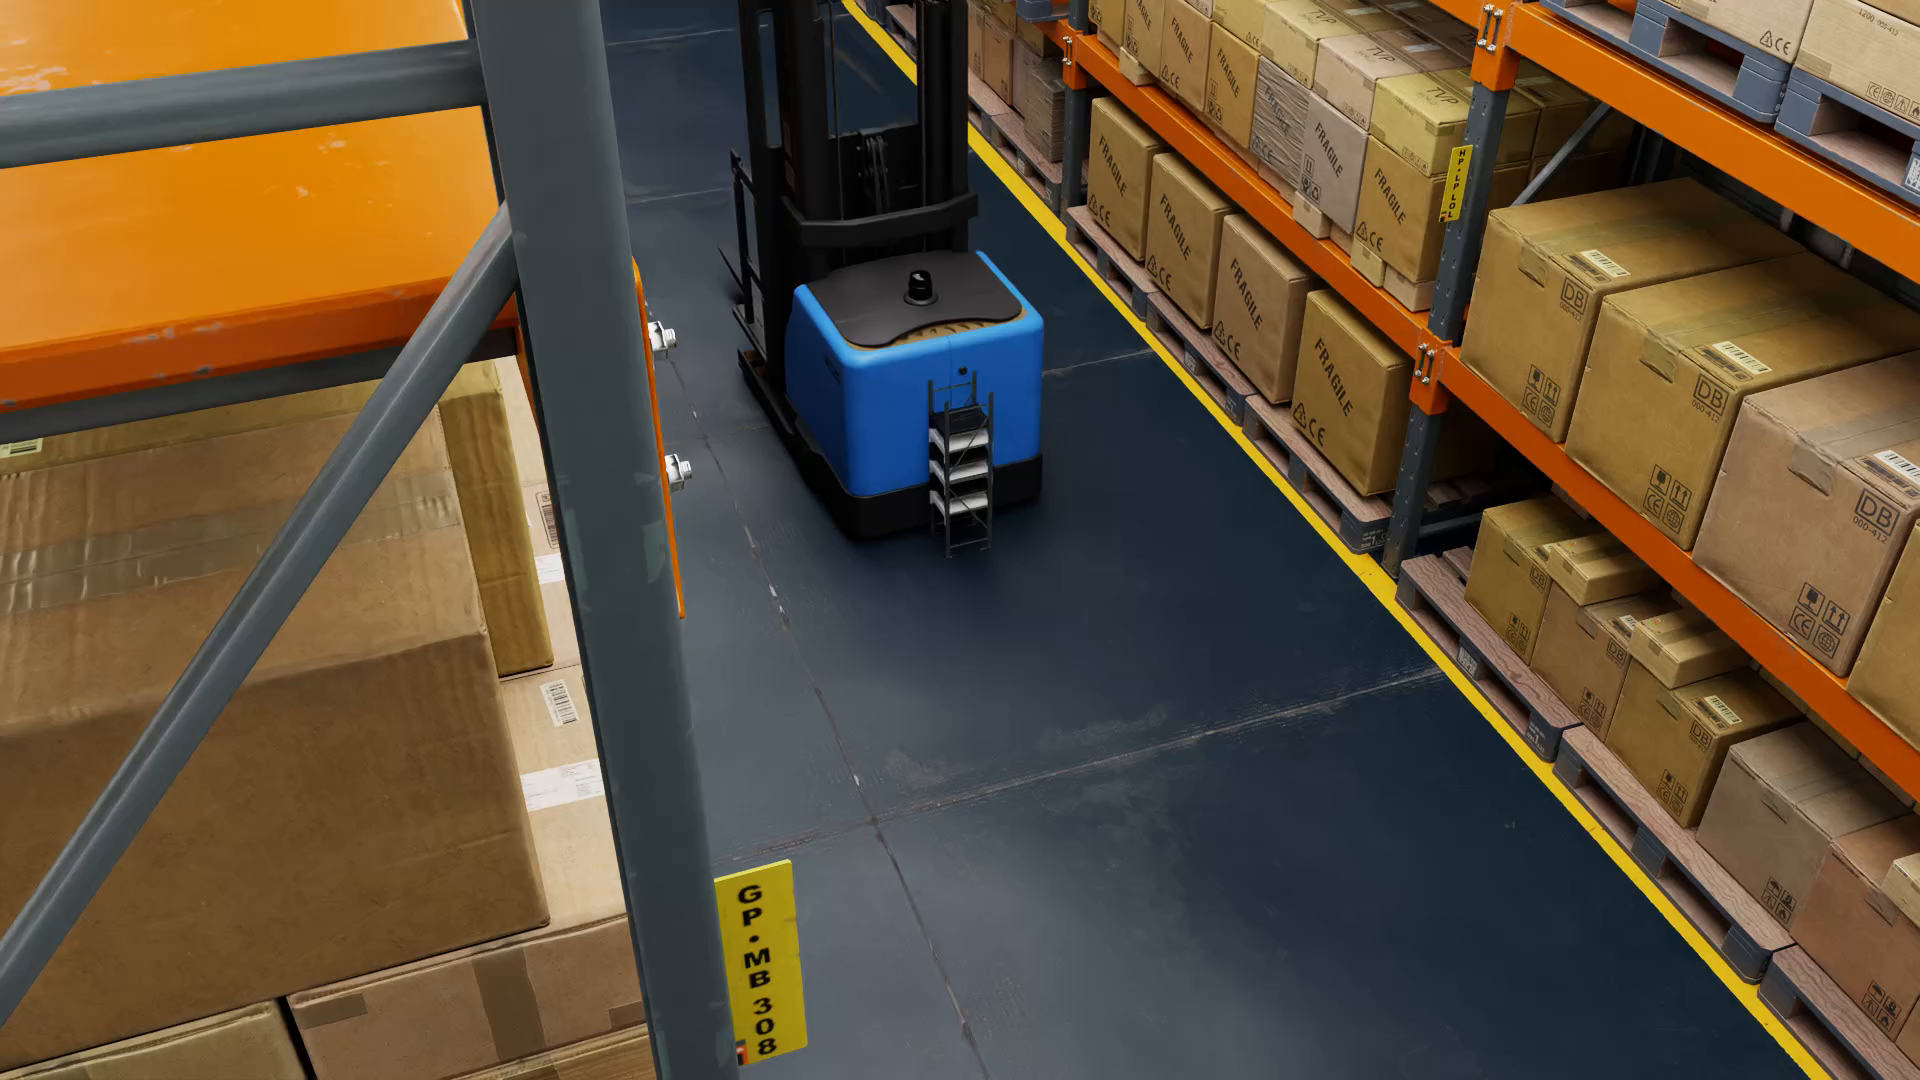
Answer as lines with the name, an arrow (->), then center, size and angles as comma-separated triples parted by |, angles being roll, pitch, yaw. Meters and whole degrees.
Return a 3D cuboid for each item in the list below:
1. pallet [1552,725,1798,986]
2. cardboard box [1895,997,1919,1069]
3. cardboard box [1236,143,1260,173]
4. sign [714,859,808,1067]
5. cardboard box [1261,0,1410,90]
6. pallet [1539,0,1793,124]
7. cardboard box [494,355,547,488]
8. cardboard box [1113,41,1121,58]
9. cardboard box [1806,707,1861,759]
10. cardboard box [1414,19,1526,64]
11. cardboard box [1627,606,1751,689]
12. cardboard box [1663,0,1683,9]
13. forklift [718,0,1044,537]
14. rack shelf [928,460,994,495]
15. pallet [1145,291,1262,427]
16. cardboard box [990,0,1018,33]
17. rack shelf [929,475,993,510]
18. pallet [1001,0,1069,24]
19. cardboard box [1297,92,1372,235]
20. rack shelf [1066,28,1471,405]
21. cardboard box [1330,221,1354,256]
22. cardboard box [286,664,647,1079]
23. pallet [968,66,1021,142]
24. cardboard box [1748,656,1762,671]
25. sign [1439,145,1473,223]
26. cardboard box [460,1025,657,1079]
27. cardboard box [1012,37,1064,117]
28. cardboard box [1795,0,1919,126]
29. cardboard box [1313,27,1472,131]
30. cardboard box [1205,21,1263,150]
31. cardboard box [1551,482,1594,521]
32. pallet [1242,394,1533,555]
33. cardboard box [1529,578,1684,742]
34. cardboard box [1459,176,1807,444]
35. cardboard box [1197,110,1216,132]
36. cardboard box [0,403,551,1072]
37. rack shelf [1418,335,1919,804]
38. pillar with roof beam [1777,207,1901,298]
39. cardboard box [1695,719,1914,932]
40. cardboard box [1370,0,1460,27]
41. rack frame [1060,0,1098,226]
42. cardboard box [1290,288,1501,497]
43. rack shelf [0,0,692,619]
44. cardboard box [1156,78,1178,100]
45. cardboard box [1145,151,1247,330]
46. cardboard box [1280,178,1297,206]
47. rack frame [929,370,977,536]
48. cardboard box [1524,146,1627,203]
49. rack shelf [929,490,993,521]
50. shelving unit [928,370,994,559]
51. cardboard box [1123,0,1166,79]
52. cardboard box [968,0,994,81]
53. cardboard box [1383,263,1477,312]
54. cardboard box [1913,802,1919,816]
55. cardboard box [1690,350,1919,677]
pallet -> 3.145, 1.110, 6.601 | 1.003, 0.211, 1.213 | -12, 39, -16
cardboard box -> 3.575, 1.576, 5.393 | 0.700, 0.500, 0.500 | -12, 39, -16
cardboard box -> 1.675, -2.059, 8.683 | 0.380, 0.149, 0.250 | -11, 38, -15
sign -> -0.231, 0.488, 1.890 | 0.100, 0.325, 0.005 | -12, 39, -16
cardboard box -> 1.790, -2.396, 7.968 | 0.500, 0.250, 0.500 | -12, 39, -15
pallet -> 2.805, -1.838, 5.778 | 1.003, 0.211, 1.213 | -12, 39, -16
cardboard box -> -1.016, -0.100, 3.105 | 0.500, 0.250, 0.500 | -12, 39, -16
cardboard box -> 1.131, -2.929, 9.838 | 0.380, 0.149, 0.250 | -12, 39, -15
cardboard box -> 3.368, 0.630, 6.110 | 0.380, 0.149, 0.250 | -12, 39, -15
cardboard box -> 2.433, -2.214, 7.726 | 0.500, 0.250, 0.500 | -12, 39, -15
cardboard box -> 2.821, 0.402, 6.413 | 0.380, 0.149, 0.250 | -14, 39, -17
cardboard box -> 2.524, -2.041, 5.666 | 0.500, 0.250, 0.500 | -13, 39, -16
forklift -> -0.612, -2.068, 8.560 | 1.130, 2.935, 3.031 | -14, 39, -18
rack shelf -> 0.004, -0.326, 7.991 | 0.258, 0.077, 0.200 | -14, 39, -17
pallet -> 1.773, -1.137, 9.584 | 1.003, 0.211, 1.213 | -12, 39, -16
cardboard box -> 0.541, -3.897, 12.019 | 0.500, 0.250, 0.500 | -13, 39, -16
rack shelf -> 0.004, -0.254, 8.045 | 0.258, 0.077, 0.200 | -14, 39, -17
pallet -> 0.812, -3.703, 10.833 | 1.213, 0.211, 1.003 | -12, 39, -16
cardboard box -> 1.953, -1.801, 7.801 | 0.500, 0.500, 0.500 | -12, 39, -16
rack shelf -> 1.845, -1.982, 8.987 | 1.077, 0.370, 4.000 | -12, 39, -16
cardboard box -> 1.995, -1.473, 7.905 | 0.380, 0.149, 0.250 | -11, 38, -15
cardboard box -> -0.672, 0.466, 2.355 | 0.500, 0.250, 0.500 | -12, 39, -16
pallet -> 0.473, -3.415, 12.609 | 1.003, 0.211, 1.213 | -12, 39, -16
cardboard box -> 3.192, 0.341, 6.493 | 0.380, 0.149, 0.250 | -12, 39, -15
sign -> 2.027, -1.453, 6.789 | 0.100, 0.325, 0.005 | -12, 39, -16
cardboard box -> -0.678, 0.666, 2.504 | 0.500, 0.250, 0.500 | -12, 39, -16
cardboard box -> 0.792, -3.288, 11.834 | 0.700, 0.500, 0.500 | -13, 39, -16
cardboard box -> 2.869, -1.462, 4.897 | 0.500, 0.250, 0.500 | -13, 39, -17
cardboard box -> 1.966, -2.108, 7.585 | 0.500, 0.250, 0.500 | -12, 39, -15
cardboard box -> 1.611, -2.368, 8.554 | 0.500, 0.500, 0.500 | -11, 38, -15
cardboard box -> 2.831, -0.248, 7.275 | 0.380, 0.149, 0.250 | -13, 39, -16
pallet -> 2.197, -0.446, 8.667 | 1.003, 0.211, 1.213 | -12, 39, -16
cardboard box -> 2.864, 0.419, 6.929 | 0.700, 0.500, 0.500 | -13, 39, -16
cardboard box -> 2.705, -0.950, 6.769 | 0.980, 0.700, 0.700 | -12, 39, -15
cardboard box -> 1.522, -2.352, 9.072 | 0.380, 0.149, 0.250 | -12, 39, -15
cardboard box -> -0.932, 0.223, 2.053 | 0.700, 0.500, 0.500 | -12, 39, -16
rack shelf -> 3.222, 0.277, 5.987 | 1.077, 0.370, 4.000 | -12, 39, -16
pillar with roof beam -> -0.456, -2.428, 3.995 | 9.100, 9.000, 0.400 | -12, 39, -16
cardboard box -> 3.229, 1.009, 6.146 | 0.700, 0.500, 0.500 | -14, 39, -17
cardboard box -> 2.256, -2.496, 8.101 | 0.500, 0.250, 0.500 | -14, 39, -17
rack frame -> 1.157, -3.399, 10.270 | 1.000, 3.000, 0.127 | -12, 39, -16
cardboard box -> 2.188, -0.789, 8.242 | 0.750, 0.750, 0.750 | -12, 39, -15
rack shelf -> -1.428, -1.090, 2.818 | 1.077, 0.370, 4.000 | -12, 39, -16
cardboard box -> 1.345, -2.645, 9.460 | 0.380, 0.149, 0.250 | -13, 39, -16
cardboard box -> 1.582, -1.770, 9.544 | 0.750, 0.750, 0.750 | -13, 39, -16
cardboard box -> 1.827, -1.762, 8.288 | 0.380, 0.149, 0.250 | -12, 39, -16
rack frame -> -0.034, -0.410, 8.046 | 0.240, 0.900, 0.006 | -14, 39, -17
cardboard box -> 2.612, -1.619, 7.559 | 0.500, 0.500, 0.500 | -14, 39, -17
rack shelf -> 0.004, -0.183, 8.099 | 0.258, 0.077, 0.200 | -14, 39, -17
shelving unit -> 0.004, -0.353, 7.971 | 0.258, 0.900, 0.210 | -14, 39, -17
cardboard box -> 1.255, -2.941, 9.314 | 0.500, 0.500, 0.500 | -11, 38, -14
cardboard box -> 0.412, -3.846, 12.575 | 0.700, 0.500, 0.500 | -12, 39, -15
cardboard box -> 2.151, -1.180, 7.515 | 0.380, 0.149, 0.250 | -12, 39, -16
cardboard box -> 3.545, 0.918, 5.727 | 0.380, 0.149, 0.250 | -12, 39, -16
cardboard box -> 3.210, -0.127, 5.677 | 0.980, 0.700, 0.700 | -14, 39, -18
